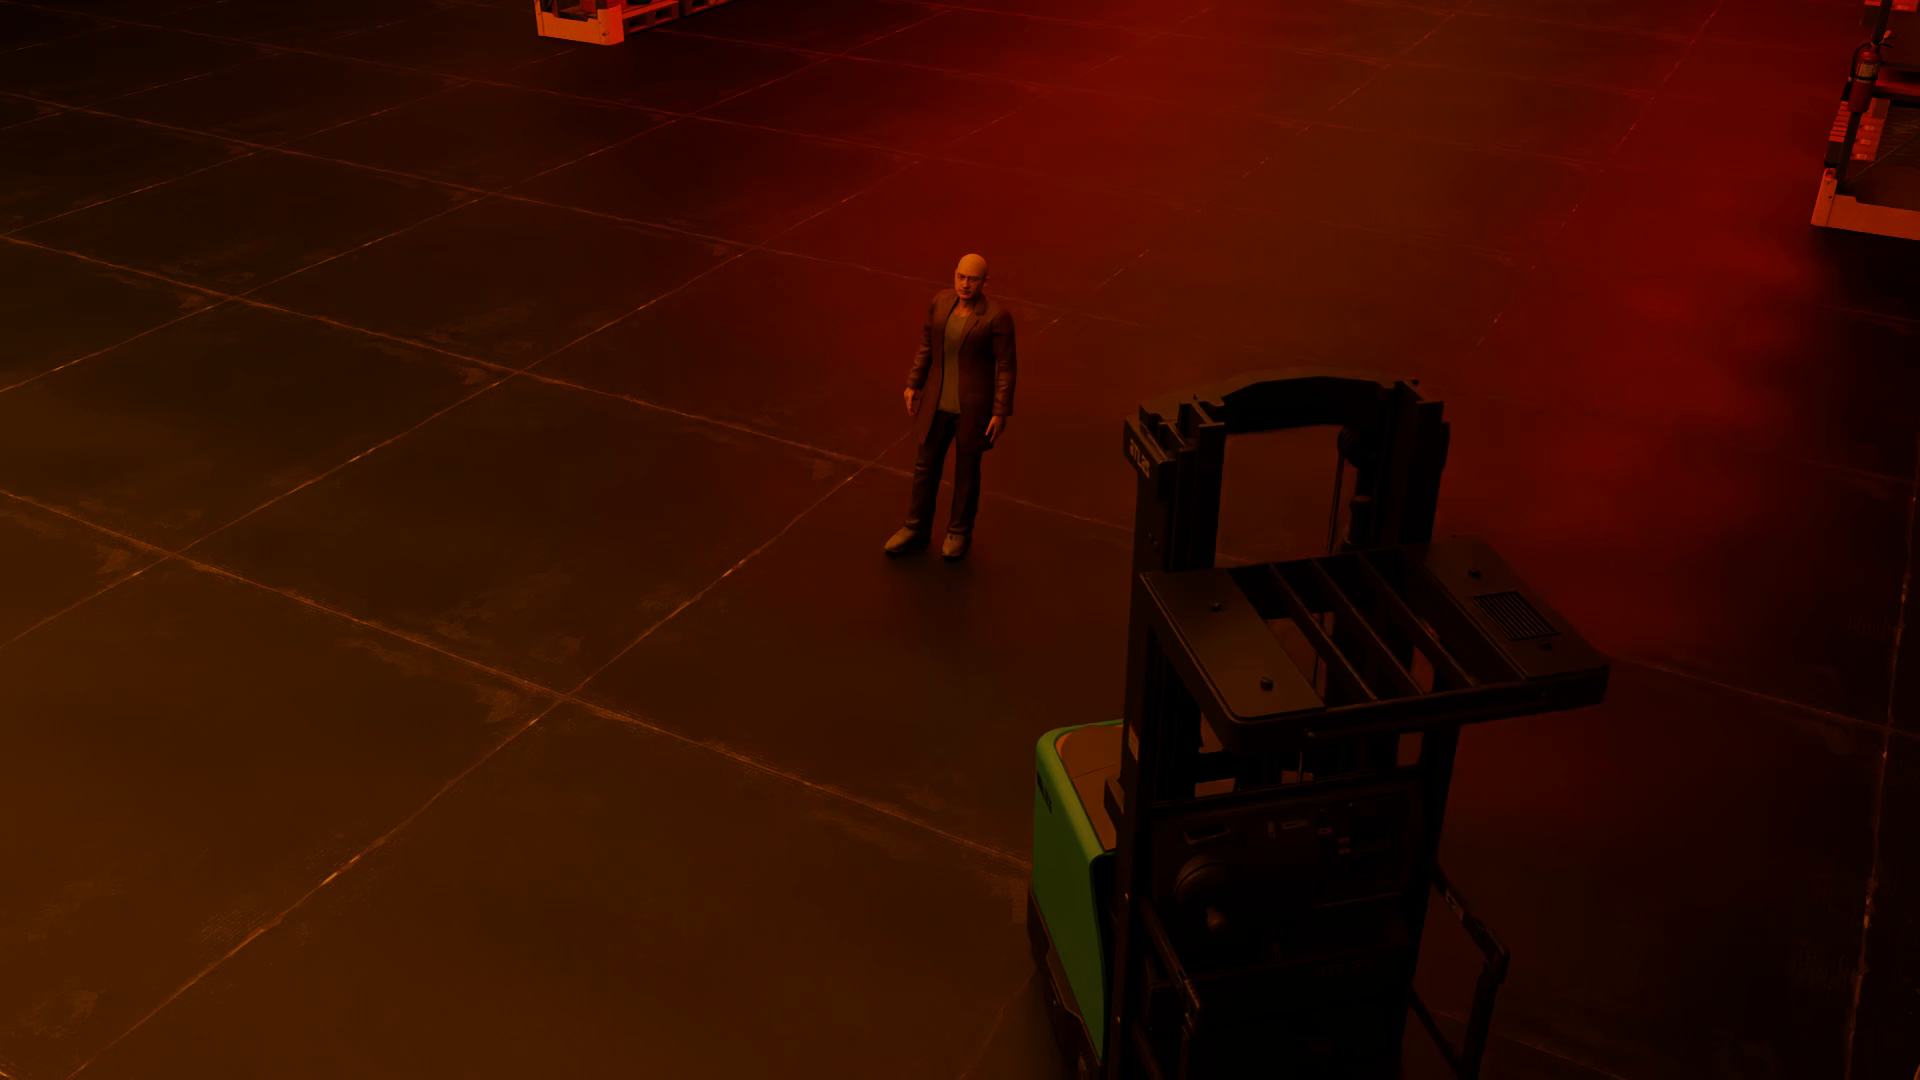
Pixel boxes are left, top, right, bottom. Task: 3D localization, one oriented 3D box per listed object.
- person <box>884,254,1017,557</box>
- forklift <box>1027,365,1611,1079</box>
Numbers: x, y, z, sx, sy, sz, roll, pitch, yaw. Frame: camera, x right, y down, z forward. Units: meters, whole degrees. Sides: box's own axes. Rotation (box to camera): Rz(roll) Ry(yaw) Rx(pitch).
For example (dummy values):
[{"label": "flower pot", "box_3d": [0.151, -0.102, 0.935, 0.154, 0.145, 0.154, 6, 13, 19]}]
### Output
[{"label": "person", "box_3d": [-0.048, -0.737, 9.487, 0.698, 1.777, 0.579, 15, 33, 25]}, {"label": "forklift", "box_3d": [1.118, 1.072, 5.213, 1.130, 2.935, 3.031, -7, 31, -11]}]
